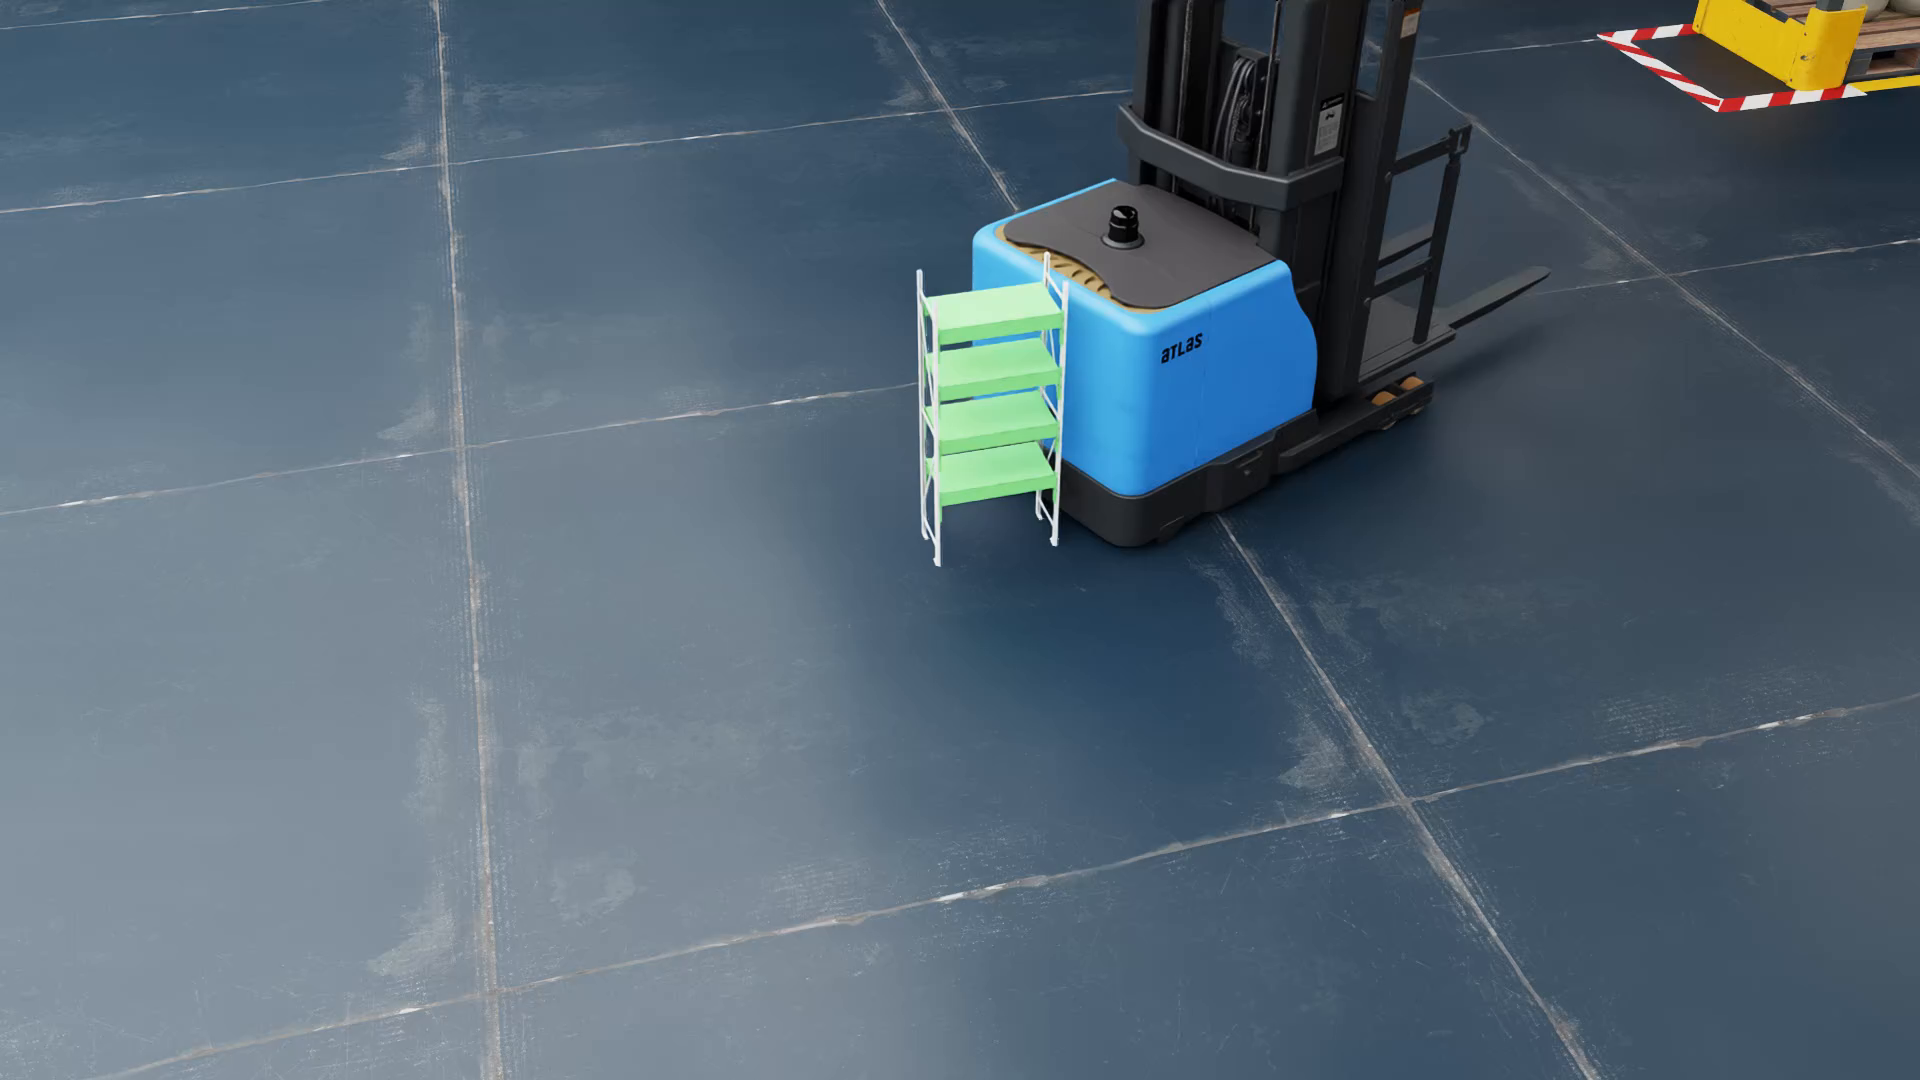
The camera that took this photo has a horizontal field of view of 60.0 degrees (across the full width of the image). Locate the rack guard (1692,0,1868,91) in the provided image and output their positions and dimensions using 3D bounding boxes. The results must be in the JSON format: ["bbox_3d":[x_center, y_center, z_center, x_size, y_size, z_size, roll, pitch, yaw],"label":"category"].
[{"bbox_3d":[5.271,-3.374,10.749,0.348,0.500,1.175,-9,38,-12],"label":"rack guard"}]

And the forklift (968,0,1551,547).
[{"bbox_3d":[1.498,-1.880,6.795,3.031,2.935,1.130,-26,45,-30],"label":"forklift"}]

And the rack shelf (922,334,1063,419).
[{"bbox_3d":[0.118,-0.619,6.282,0.480,0.148,0.258,-10,38,-12],"label":"rack shelf"}]

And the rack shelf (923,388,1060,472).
[{"bbox_3d":[0.118,-0.429,6.428,0.480,0.148,0.258,-10,38,-12],"label":"rack shelf"}]

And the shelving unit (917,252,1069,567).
[{"bbox_3d":[0.118,-0.480,6.389,0.503,1.200,0.258,-10,38,-12],"label":"shelving unit"}]

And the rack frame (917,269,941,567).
[{"bbox_3d":[-0.117,-0.439,6.337,0.015,1.200,0.240,-10,38,-12],"label":"rack frame"}]

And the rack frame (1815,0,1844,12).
[{"bbox_3d":[5.209,-4.327,9.938,0.127,3.000,1.000,-9,38,-12],"label":"rack frame"}]

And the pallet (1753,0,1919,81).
[{"bbox_3d":[6.056,-3.385,11.001,1.213,0.211,1.003,-9,38,-12],"label":"pallet"}]

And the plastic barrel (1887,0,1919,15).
[{"bbox_3d":[6.309,-3.734,10.865,0.421,0.512,0.421,0,37,0],"label":"plastic barrel"}]

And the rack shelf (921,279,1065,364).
[{"bbox_3d":[0.118,-0.810,6.137,0.480,0.148,0.258,-10,38,-12],"label":"rack shelf"}]

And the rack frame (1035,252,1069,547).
[{"bbox_3d":[0.353,-0.520,6.442,0.015,1.200,0.240,-10,38,-12],"label":"rack frame"}]

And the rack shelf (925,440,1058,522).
[{"bbox_3d":[0.118,-0.238,6.574,0.480,0.148,0.258,-10,38,-12],"label":"rack shelf"}]

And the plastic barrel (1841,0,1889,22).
[{"bbox_3d":[5.825,-3.655,10.761,0.421,0.512,0.421,0,37,0],"label":"plastic barrel"}]
